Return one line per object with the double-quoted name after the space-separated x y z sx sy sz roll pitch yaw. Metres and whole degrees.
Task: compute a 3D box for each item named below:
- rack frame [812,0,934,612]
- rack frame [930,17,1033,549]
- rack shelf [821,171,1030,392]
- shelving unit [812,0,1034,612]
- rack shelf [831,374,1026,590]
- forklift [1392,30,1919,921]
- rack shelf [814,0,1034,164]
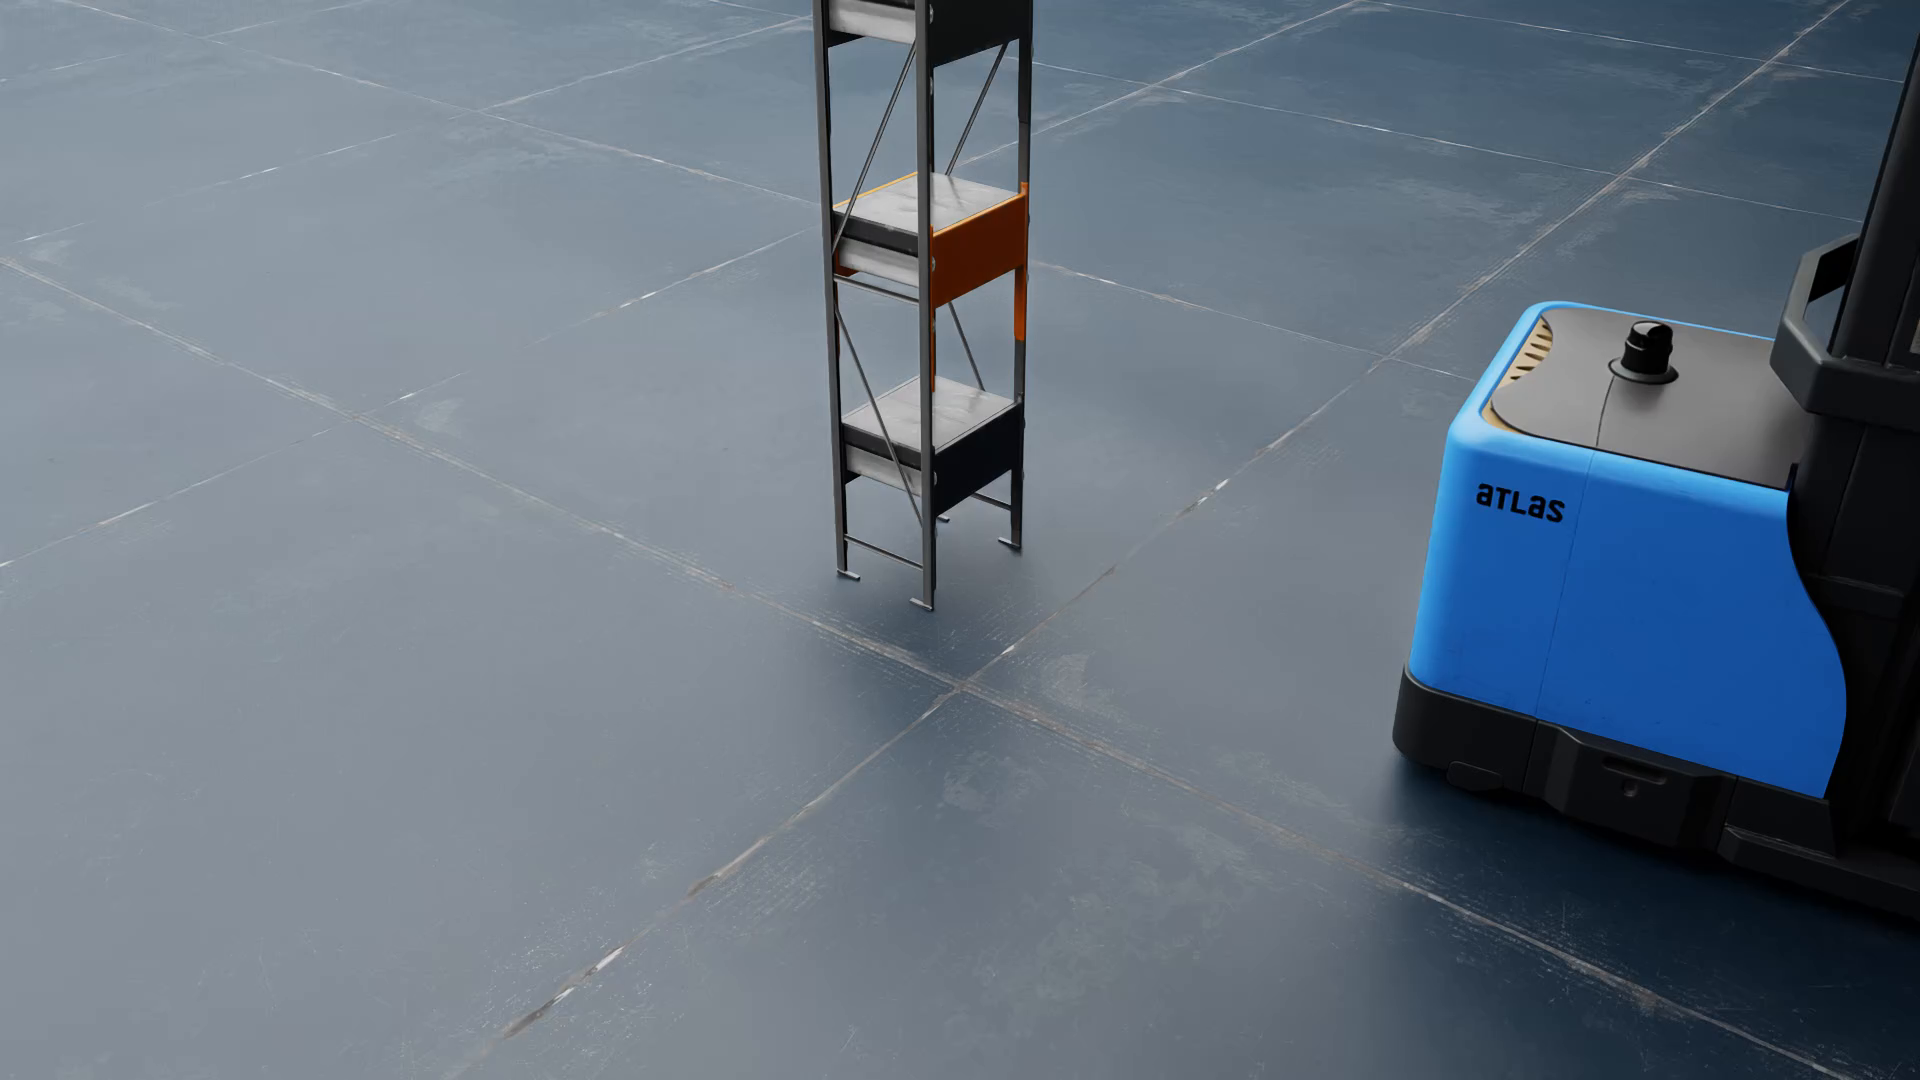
-0.247 -0.737 4.934 0.400 2.100 0.015 21 37 31 "rack frame"
0.047 -0.935 5.269 0.400 2.100 0.015 21 37 31 "rack frame"
-0.100 -0.824 5.108 0.431 0.518 0.480 21 37 31 "rack shelf"
-0.100 -0.836 5.101 0.431 2.100 0.503 21 37 31 "shelving unit"
-0.100 -0.222 5.465 0.431 0.518 0.480 21 37 31 "rack shelf"
2.754 -0.476 3.678 3.031 2.935 1.130 16 34 24 "forklift"
-0.100 -1.426 4.751 0.431 0.518 0.480 21 37 31 "rack shelf"
